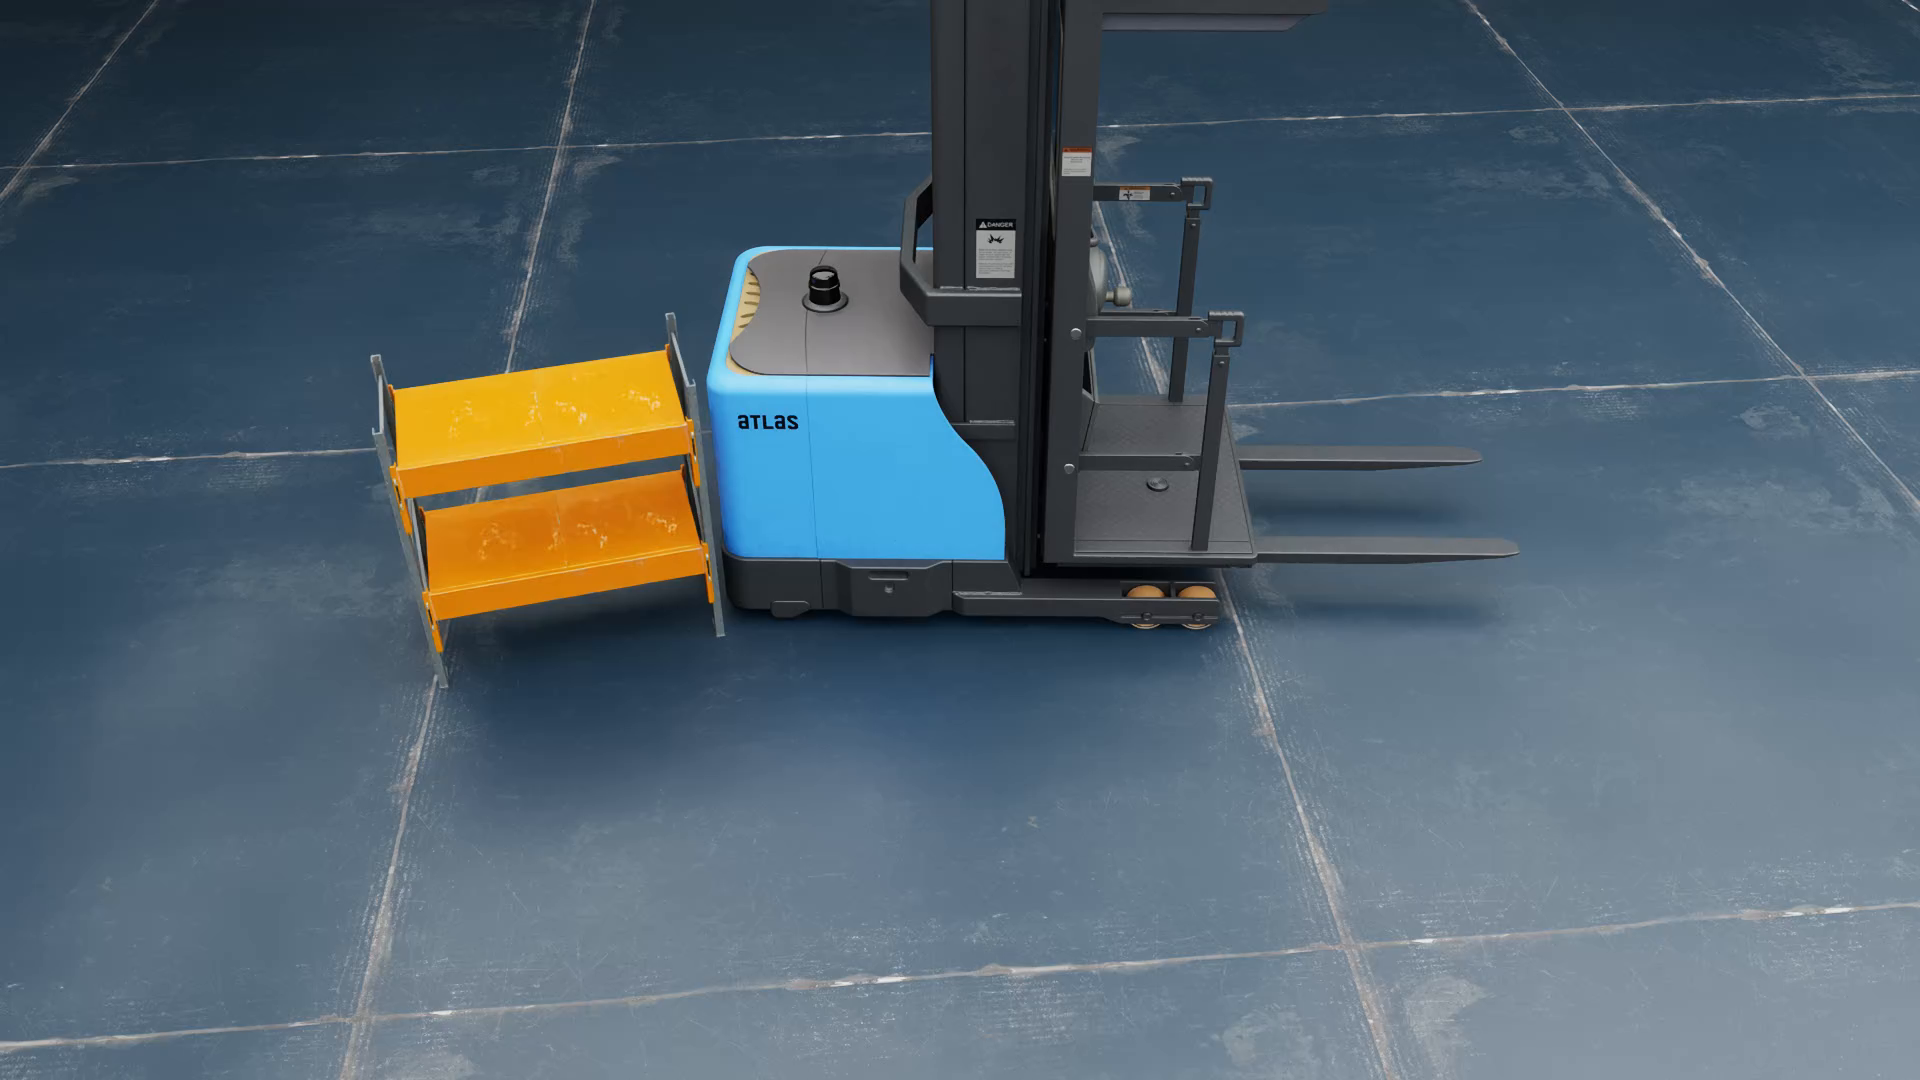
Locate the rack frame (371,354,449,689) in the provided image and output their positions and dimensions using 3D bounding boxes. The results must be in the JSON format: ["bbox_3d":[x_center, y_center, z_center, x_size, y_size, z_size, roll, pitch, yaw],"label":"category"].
[{"bbox_3d":[-1.950,-0.049,5.904,0.032,1.125,0.500,-10,39,-13],"label":"rack frame"}]

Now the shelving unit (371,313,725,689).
[{"bbox_3d":[-1.461,-0.137,6.015,1.048,1.125,0.538,-10,39,-13],"label":"shelving unit"}]

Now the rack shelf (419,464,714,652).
[{"bbox_3d":[-1.461,0.055,6.166,1.000,0.278,0.538,-10,39,-13],"label":"rack shelf"}]

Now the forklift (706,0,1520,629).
[{"bbox_3d":[0.624,-1.145,5.836,3.031,2.935,1.130,0,38,1],"label":"forklift"}]

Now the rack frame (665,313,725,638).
[{"bbox_3d":[-0.973,-0.224,6.126,0.032,1.125,0.500,-10,39,-13],"label":"rack frame"}]

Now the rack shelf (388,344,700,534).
[{"bbox_3d":[-1.461,-0.366,5.834,1.000,0.278,0.538,-10,39,-13],"label":"rack shelf"}]
